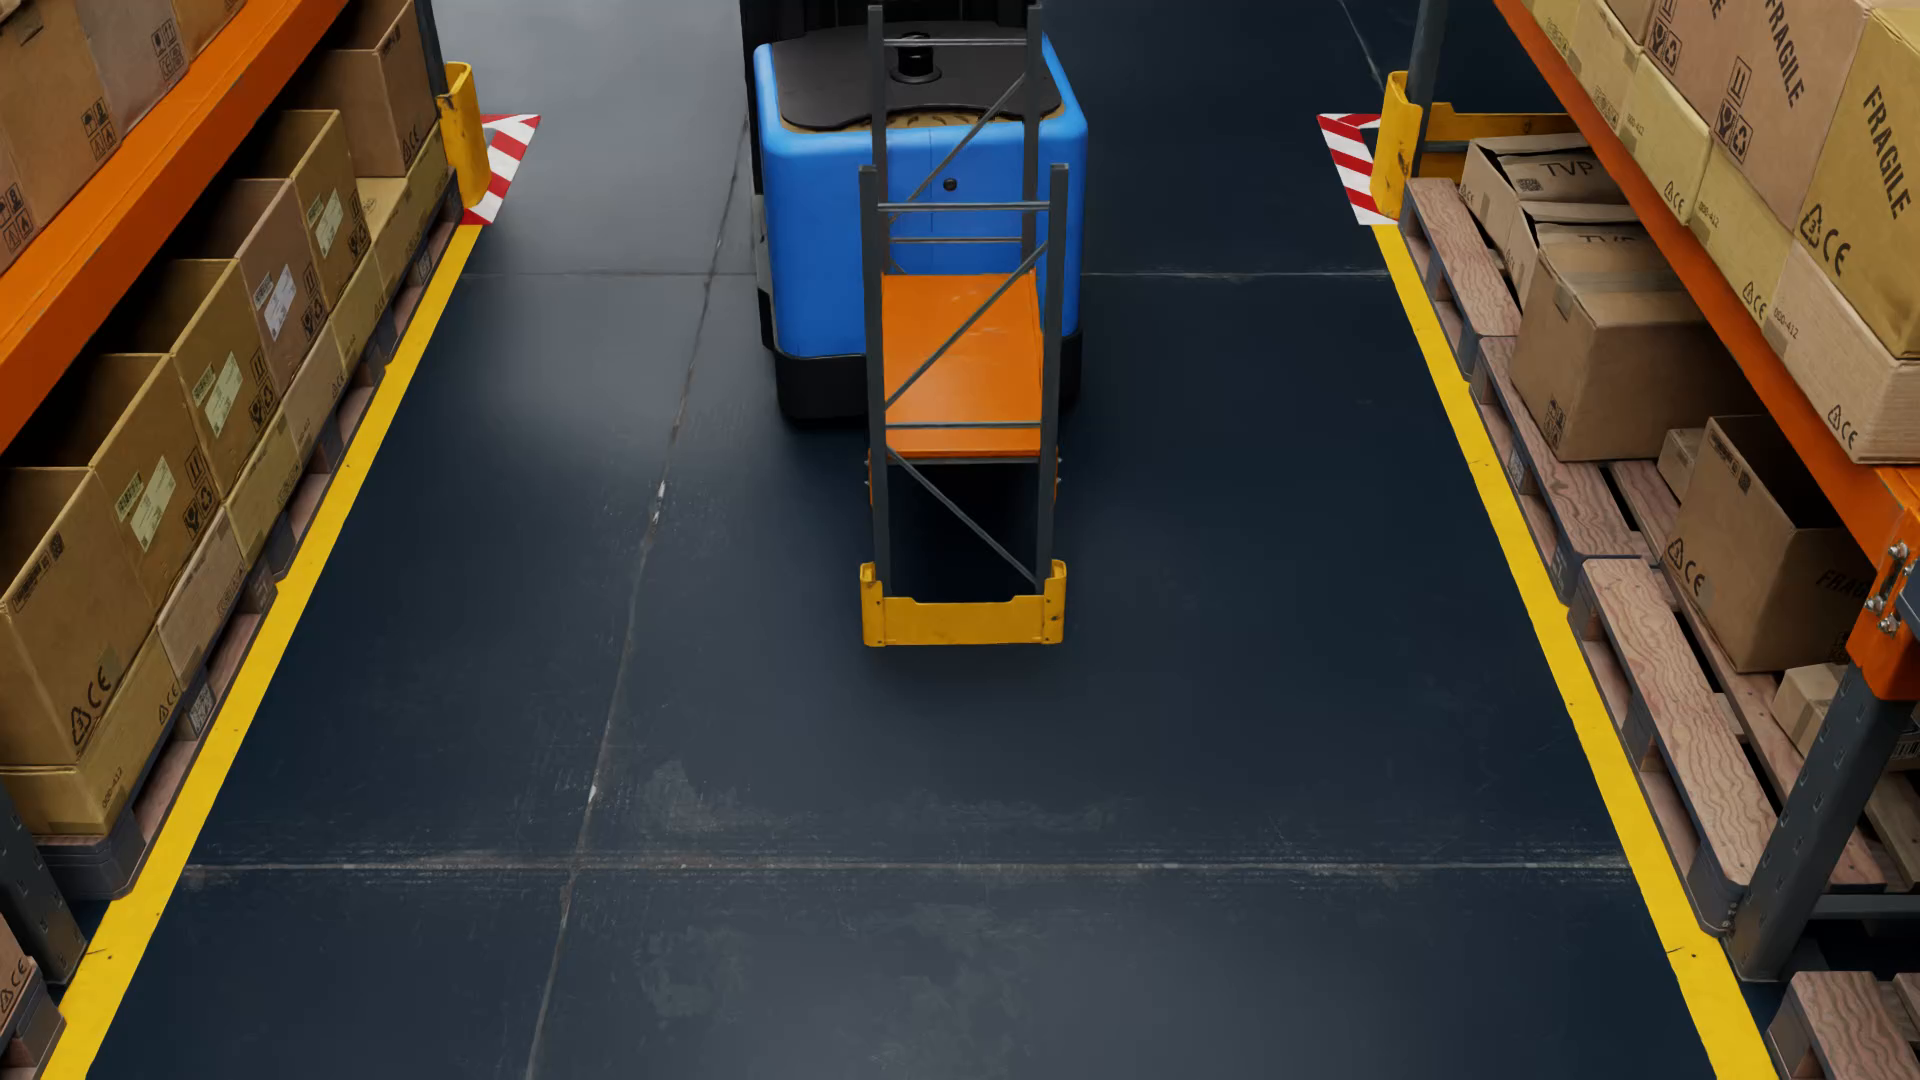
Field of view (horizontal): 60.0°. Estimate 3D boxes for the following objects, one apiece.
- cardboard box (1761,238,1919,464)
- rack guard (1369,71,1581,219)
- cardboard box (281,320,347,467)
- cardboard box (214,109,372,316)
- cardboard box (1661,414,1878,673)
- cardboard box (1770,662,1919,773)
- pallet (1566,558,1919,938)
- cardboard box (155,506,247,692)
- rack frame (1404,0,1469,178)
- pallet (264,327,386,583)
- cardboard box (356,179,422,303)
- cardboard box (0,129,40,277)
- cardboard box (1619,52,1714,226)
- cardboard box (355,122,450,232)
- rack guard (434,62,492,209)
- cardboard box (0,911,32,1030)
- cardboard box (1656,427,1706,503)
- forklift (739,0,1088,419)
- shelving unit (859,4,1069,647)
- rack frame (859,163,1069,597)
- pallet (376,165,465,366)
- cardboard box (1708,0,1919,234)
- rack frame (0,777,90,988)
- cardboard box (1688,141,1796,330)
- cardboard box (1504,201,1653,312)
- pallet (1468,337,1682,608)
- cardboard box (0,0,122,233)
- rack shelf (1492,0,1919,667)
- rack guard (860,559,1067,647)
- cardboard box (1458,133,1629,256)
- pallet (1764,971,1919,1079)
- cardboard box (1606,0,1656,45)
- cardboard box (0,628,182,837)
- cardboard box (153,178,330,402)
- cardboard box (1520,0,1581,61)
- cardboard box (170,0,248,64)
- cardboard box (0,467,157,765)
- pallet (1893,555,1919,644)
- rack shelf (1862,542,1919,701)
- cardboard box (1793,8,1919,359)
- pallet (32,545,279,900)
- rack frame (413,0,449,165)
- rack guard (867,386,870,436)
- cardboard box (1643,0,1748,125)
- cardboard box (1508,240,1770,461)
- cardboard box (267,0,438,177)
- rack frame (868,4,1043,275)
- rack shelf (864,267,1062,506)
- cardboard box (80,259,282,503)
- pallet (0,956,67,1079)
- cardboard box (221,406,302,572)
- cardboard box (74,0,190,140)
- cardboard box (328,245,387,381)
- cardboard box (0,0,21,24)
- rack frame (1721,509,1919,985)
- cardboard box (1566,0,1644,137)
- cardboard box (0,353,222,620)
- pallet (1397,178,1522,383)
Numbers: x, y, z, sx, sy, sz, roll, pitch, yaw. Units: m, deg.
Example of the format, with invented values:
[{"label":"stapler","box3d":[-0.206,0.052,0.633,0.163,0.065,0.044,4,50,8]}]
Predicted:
[{"label":"cardboard box","box3d":[2.042,-0.403,3.458,0.500,0.250,0.500,0,39,0]},{"label":"rack guard","box3d":[2.341,-1.636,6.891,1.175,0.500,0.348,0,39,0]},{"label":"cardboard box","box3d":[-2.303,-0.470,5.301,0.500,0.250,0.500,0,39,0]},{"label":"cardboard box","box3d":[-2.299,-1.076,5.457,0.500,0.500,0.500,0,39,0]},{"label":"cardboard box","box3d":[2.305,-0.003,4.502,0.500,0.500,0.500,-3,39,-3]},{"label":"cardboard box","box3d":[2.315,0.442,4.213,0.380,0.166,0.250,-5,39,-6]},{"label":"pallet","box3d":[2.310,0.511,4.444,1.003,0.211,1.213,0,39,0]},{"label":"cardboard box","box3d":[-2.301,0.155,4.521,0.500,0.250,0.500,0,39,0]},{"label":"rack frame","box3d":[2.341,-2.659,6.169,1.000,3.000,0.127,0,39,0]},{"label":"pallet","box3d":[-2.571,-0.325,5.487,1.003,0.211,1.213,0,39,0]},{"label":"cardboard box","box3d":[-2.304,-1.096,6.082,0.500,0.250,0.500,0,39,0]},{"label":"cardboard box","box3d":[-2.622,-0.798,3.767,0.700,0.500,0.500,0,39,-1]},{"label":"cardboard box","box3d":[2.034,-1.029,4.239,0.500,0.250,0.500,0,39,0]},{"label":"cardboard box","box3d":[-2.316,-1.409,6.472,0.500,0.250,0.500,0,39,0]},{"label":"rack guard","box3d":[-2.613,-1.692,6.962,1.175,0.500,0.348,0,39,0]},{"label":"cardboard box","box3d":[-2.318,1.017,3.445,0.500,0.250,0.500,0,39,0]},{"label":"cardboard box","box3d":[2.364,-0.217,5.050,0.380,0.149,0.250,-3,39,-4]},{"label":"forklift","box3d":[-0.296,-2.473,5.992,1.130,2.935,3.031,-5,39,-6]},{"label":"shelving unit","box3d":[-0.002,-0.615,4.818,0.587,1.500,1.083,-1,39,-1]},{"label":"rack frame","box3d":[0.009,-0.303,4.428,0.500,1.500,0.032,-1,39,-1]},{"label":"pallet","box3d":[-2.570,-1.086,6.437,1.003,0.211,1.213,0,39,0]},{"label":"cardboard box","box3d":[2.030,-1.007,3.612,0.500,0.500,0.500,0,39,0]},{"label":"rack frame","box3d":[-2.608,-0.151,3.040,1.000,3.000,0.127,0,39,0]},{"label":"cardboard box","box3d":[2.050,-0.714,3.846,0.500,0.250,0.500,0,39,0]},{"label":"cardboard box","box3d":[2.253,-0.992,5.887,0.500,0.311,0.500,3,39,4]},{"label":"pallet","box3d":[2.305,-0.254,5.398,1.003,0.211,1.213,0,39,0]},{"label":"cardboard box","box3d":[-2.619,-1.111,4.158,0.700,0.500,0.500,1,39,1]},{"label":"rack shelf","box3d":[2.343,-1.127,4.833,1.077,0.370,4.000,0,39,0]},{"label":"rack guard","box3d":[0.009,0.184,4.820,0.587,0.250,0.087,-1,39,-1]},{"label":"cardboard box","box3d":[2.252,-1.348,6.332,0.500,0.311,0.500,-4,39,-5]},{"label":"pallet","box3d":[2.348,1.418,3.312,1.003,0.211,1.213,0,39,0]},{"label":"cardboard box","box3d":[2.039,-1.647,4.411,0.500,0.500,0.500,1,39,1]},{"label":"cardboard box","box3d":[-2.305,0.468,4.131,0.500,0.250,0.500,0,39,0]},{"label":"cardboard box","box3d":[-2.299,-0.763,5.067,0.500,0.500,0.500,0,39,0]},{"label":"cardboard box","box3d":[2.034,-1.659,5.026,0.500,0.250,0.500,-1,39,-1]},{"label":"cardboard box","box3d":[-2.625,-1.761,4.969,0.700,0.500,0.500,0,39,0]},{"label":"cardboard box","box3d":[-2.295,0.175,3.896,0.500,0.500,0.500,0,39,0]},{"label":"pallet","box3d":[2.201,0.396,2.511,1.003,0.211,1.213,0,39,0]},{"label":"rack shelf","box3d":[2.348,1.374,1.712,1.077,0.370,4.000,0,39,0]},{"label":"cardboard box","box3d":[2.036,-0.695,3.222,0.500,0.500,0.500,0,39,0]},{"label":"pallet","box3d":[-2.567,0.439,4.533,1.003,0.211,1.213,0,39,0]},{"label":"rack frame","box3d":[-2.613,-2.653,6.162,1.000,3.000,0.127,0,39,0]},{"label":"rack guard","box3d":[-0.013,-0.438,5.597,0.587,0.250,0.087,-1,39,-1]},{"label":"cardboard box","box3d":[2.040,-1.322,4.005,0.500,0.500,0.500,-1,39,-1]},{"label":"cardboard box","box3d":[2.203,-0.607,5.256,0.700,0.500,0.500,-2,39,-3]},{"label":"cardboard box","box3d":[-2.314,-1.701,6.237,0.500,0.500,0.500,0,39,0]},{"label":"rack frame","box3d":[-0.014,-0.938,5.221,0.500,1.500,0.032,-1,39,-1]},{"label":"rack shelf","box3d":[-0.002,-0.480,4.937,0.538,0.185,1.000,-1,39,-1]},{"label":"cardboard box","box3d":[-2.297,-0.450,4.677,0.500,0.500,0.500,0,39,0]},{"label":"pallet","box3d":[-2.568,1.397,3.337,1.003,0.211,1.213,0,39,0]},{"label":"cardboard box","box3d":[-2.296,-0.158,4.911,0.500,0.250,0.500,0,39,0]},{"label":"cardboard box","box3d":[-2.620,-1.432,4.558,0.700,0.500,0.500,1,39,1]},{"label":"cardboard box","box3d":[-2.302,-0.783,5.692,0.500,0.250,0.500,0,39,0]},{"label":"cardboard box","box3d":[-2.417,-1.251,3.813,0.380,0.149,0.250,-1,39,-2]},{"label":"rack frame","box3d":[2.346,-0.157,3.048,1.000,3.000,0.127,0,39,0]},{"label":"cardboard box","box3d":[2.032,-1.343,4.631,0.500,0.250,0.500,0,39,0]},{"label":"cardboard box","box3d":[-2.304,-0.138,4.287,0.500,0.500,0.500,0,39,0]},{"label":"pallet","box3d":[2.307,-1.015,6.348,1.003,0.211,1.213,0,39,0]}]
